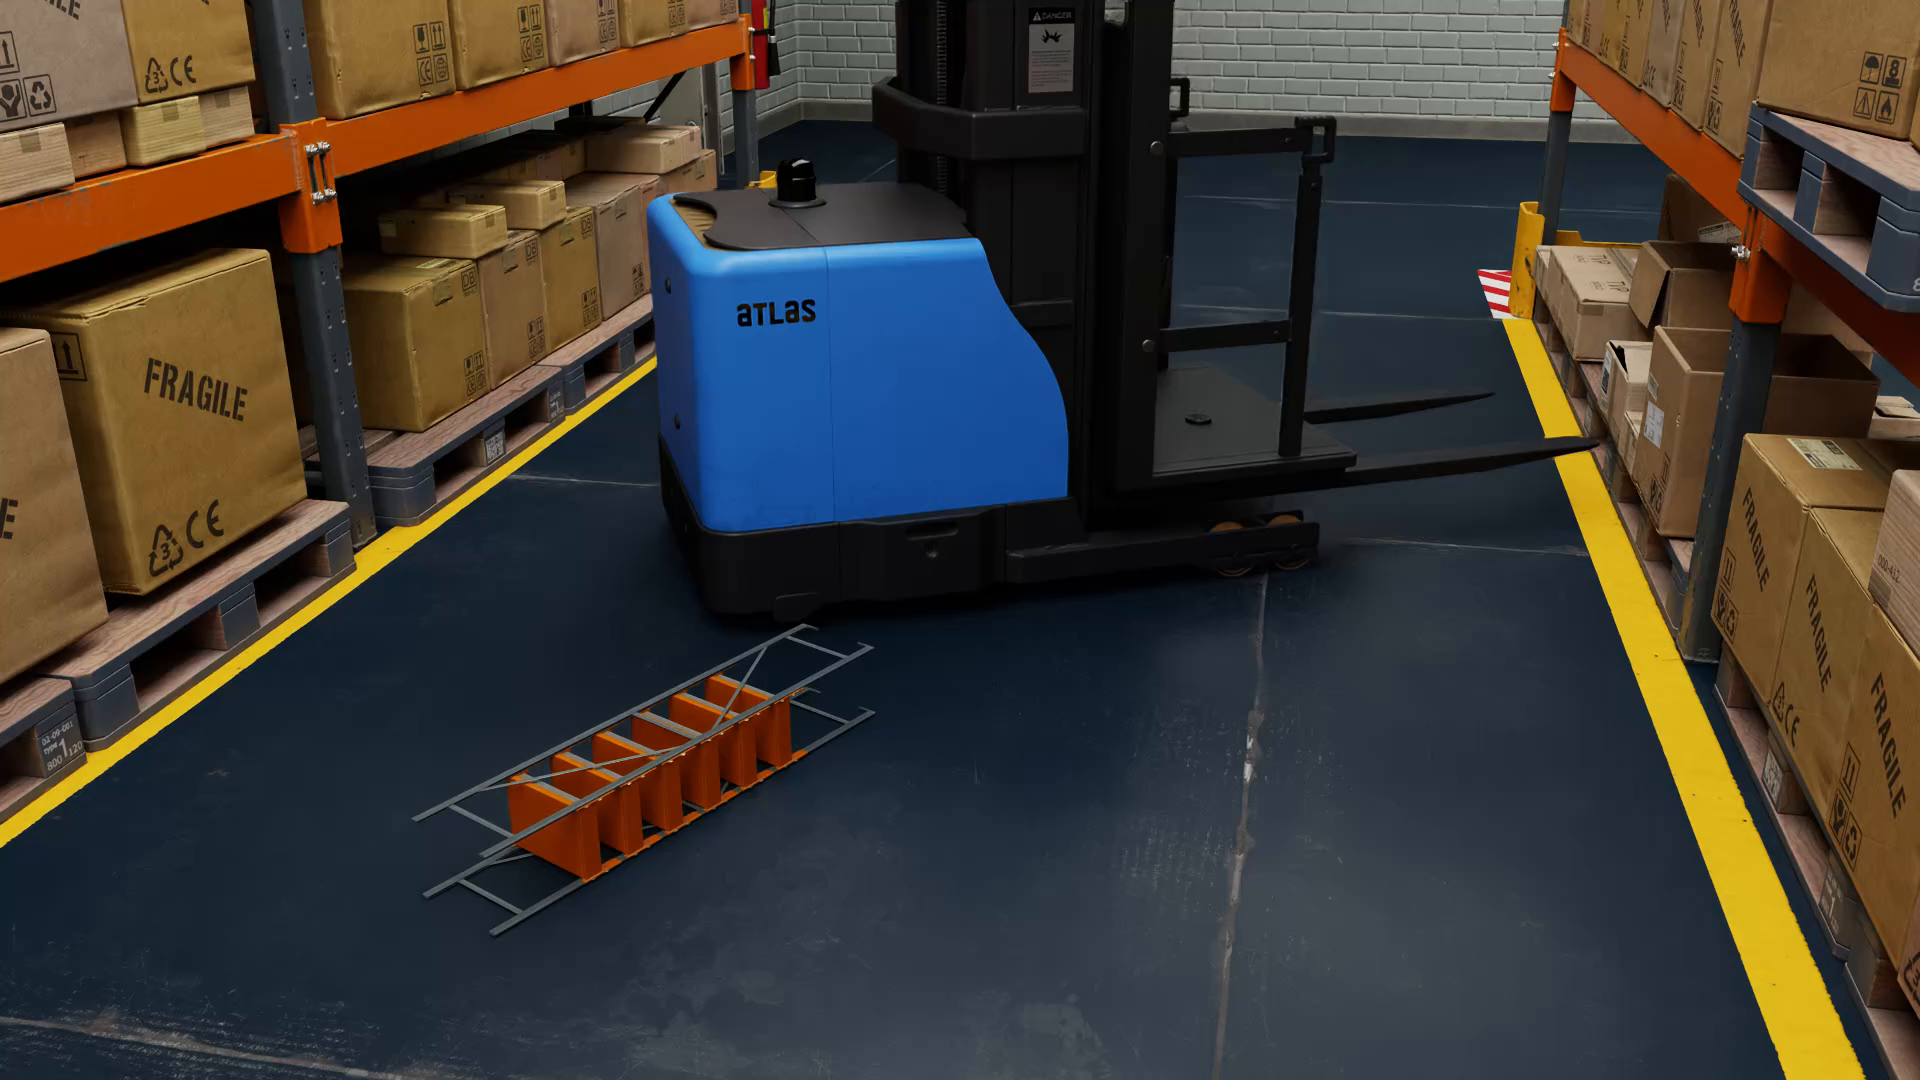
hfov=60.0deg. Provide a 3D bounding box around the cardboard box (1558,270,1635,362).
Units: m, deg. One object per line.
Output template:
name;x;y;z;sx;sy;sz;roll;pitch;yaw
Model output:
cardboard box;2.692;-0.888;6.635;0.500;0.250;0.500;4;22;11

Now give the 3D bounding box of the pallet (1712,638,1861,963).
pallet;2.339;0.555;3.694;1.003;0.211;1.213;4;22;11

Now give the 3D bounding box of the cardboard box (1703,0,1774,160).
cardboard box;2.319;-1.288;4.403;0.500;0.500;0.500;5;22;12

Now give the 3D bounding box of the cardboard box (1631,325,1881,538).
cardboard box;2.307;-0.314;4.875;0.500;0.500;0.500;4;22;11

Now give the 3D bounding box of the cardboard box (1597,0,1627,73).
cardboard box;2.730;-2.034;6.255;0.500;0.500;0.500;4;22;11

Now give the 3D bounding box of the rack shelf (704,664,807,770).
rack shelf;-0.500;0.424;4.042;0.258;0.180;0.103;16;27;34

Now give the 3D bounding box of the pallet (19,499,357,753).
pallet;-2.466;0.166;4.659;1.003;0.211;1.213;4;22;11

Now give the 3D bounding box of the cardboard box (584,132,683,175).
cardboard box;-1.510;-1.797;7.715;0.380;0.149;0.250;5;22;12

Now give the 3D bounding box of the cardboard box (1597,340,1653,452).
cardboard box;2.460;-0.500;5.591;0.500;0.311;0.500;4;22;11

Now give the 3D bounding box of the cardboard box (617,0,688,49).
cardboard box;-1.798;-2.563;7.302;0.980;0.700;0.700;4;22;10

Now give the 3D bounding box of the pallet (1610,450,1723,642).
pallet;2.609;0.003;5.063;1.003;0.211;1.213;4;22;11

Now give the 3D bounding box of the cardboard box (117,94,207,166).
cardboard box;-2.202;-1.069;4.302;0.380;0.149;0.250;5;22;12

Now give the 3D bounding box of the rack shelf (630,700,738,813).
rack shelf;-0.645;0.495;3.864;0.258;0.180;0.103;16;27;34

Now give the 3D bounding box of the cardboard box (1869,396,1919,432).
cardboard box;2.932;-0.383;5.494;0.380;0.166;0.250;4;22;11

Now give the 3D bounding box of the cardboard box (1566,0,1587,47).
cardboard box;2.936;-2.406;7.179;0.500;0.500;0.500;5;22;12

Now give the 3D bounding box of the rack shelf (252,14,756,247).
rack shelf;-1.974;-1.813;6.804;1.077;0.370;4.000;4;22;11

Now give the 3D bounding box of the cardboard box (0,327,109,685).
cardboard box;-2.566;-0.040;3.754;0.750;0.750;0.750;5;23;13

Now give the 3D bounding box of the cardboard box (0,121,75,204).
cardboard box;-2.296;-0.877;3.824;0.380;0.149;0.250;4;22;11

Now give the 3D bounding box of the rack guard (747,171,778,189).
rack guard;-1.561;-1.728;8.974;1.175;0.500;0.348;4;22;11

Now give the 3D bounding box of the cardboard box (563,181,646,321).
cardboard box;-1.815;-1.283;7.308;0.700;0.500;0.500;4;22;9

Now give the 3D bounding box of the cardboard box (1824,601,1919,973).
cardboard box;1.923;0.453;2.972;0.500;0.500;0.500;5;22;12

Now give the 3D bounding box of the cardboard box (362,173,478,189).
cardboard box;-2.142;-1.361;6.634;0.380;0.149;0.250;5;22;11

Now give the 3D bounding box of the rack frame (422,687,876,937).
rack frame;-0.672;0.593;3.866;0.240;0.006;1.200;16;27;34

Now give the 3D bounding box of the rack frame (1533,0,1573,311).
rack frame;3.284;-2.502;7.551;1.000;3.000;0.127;4;22;11

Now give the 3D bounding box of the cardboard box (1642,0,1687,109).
cardboard box;2.525;-1.665;5.338;0.500;0.500;0.500;5;22;12

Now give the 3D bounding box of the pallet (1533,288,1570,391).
pallet;3.107;-0.889;7.279;1.003;0.211;1.213;4;22;11

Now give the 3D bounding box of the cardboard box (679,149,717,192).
cardboard box;-1.611;-1.650;8.219;0.700;0.500;0.500;4;22;11

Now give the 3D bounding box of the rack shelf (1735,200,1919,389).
rack shelf;2.060;0.026;2.237;1.077;0.370;4.000;4;22;11

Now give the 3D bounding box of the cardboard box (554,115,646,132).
cardboard box;-1.781;-2.012;8.250;0.380;0.149;0.250;5;22;11

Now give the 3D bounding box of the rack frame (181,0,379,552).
rack frame;-2.382;-1.416;4.853;1.000;3.000;0.127;4;22;11

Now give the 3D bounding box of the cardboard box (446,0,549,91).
cardboard box;-2.101;-2.018;5.948;0.980;0.700;0.700;4;22;10

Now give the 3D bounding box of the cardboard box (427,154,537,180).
cardboard box;-2.038;-1.548;7.098;0.380;0.149;0.250;5;22;11

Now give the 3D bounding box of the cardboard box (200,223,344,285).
cardboard box;-2.353;-0.980;5.686;0.380;0.149;0.250;4;22;11

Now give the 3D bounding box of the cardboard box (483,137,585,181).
cardboard box;-1.935;-1.735;7.562;0.380;0.149;0.250;5;22;11

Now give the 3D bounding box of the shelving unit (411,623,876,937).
shelving unit;-0.672;0.509;3.832;0.258;0.189;1.200;16;27;34

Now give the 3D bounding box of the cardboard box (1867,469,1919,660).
cardboard box;1.927;0.092;2.862;0.500;0.250;0.500;5;22;11

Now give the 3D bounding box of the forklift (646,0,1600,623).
forklift;0.596;-1.428;4.975;3.031;2.935;1.130;-7;23;-16

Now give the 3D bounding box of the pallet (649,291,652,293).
pallet;-1.653;-1.286;8.265;1.003;0.211;1.213;4;22;11

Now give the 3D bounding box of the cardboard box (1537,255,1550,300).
cardboard box;2.811;-1.174;7.456;0.380;0.166;0.250;4;22;11

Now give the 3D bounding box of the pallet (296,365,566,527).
pallet;-2.150;-0.394;6.050;1.003;0.211;1.213;4;22;11

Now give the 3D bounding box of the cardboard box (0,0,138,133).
cardboard box;-2.324;-1.234;3.843;0.500;0.500;0.500;5;22;11

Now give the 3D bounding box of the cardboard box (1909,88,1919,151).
cardboard box;2.074;-0.868;2.797;0.700;0.500;0.500;8;23;19

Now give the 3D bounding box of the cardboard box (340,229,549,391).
cardboard box;-2.024;-0.900;6.357;0.700;0.500;0.500;4;22;10

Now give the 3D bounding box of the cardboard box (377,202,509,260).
cardboard box;-1.881;-1.129;6.057;0.380;0.149;0.250;5;23;13

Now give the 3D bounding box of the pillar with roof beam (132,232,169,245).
pillar with roof beam;1.128;-4.192;3.717;9.100;9.000;0.400;4;22;11

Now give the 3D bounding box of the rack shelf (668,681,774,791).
rack shelf;-0.573;0.460;3.953;0.258;0.180;0.103;16;27;34

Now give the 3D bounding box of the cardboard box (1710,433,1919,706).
cardboard box;2.131;0.075;3.911;0.500;0.500;0.500;3;22;8
